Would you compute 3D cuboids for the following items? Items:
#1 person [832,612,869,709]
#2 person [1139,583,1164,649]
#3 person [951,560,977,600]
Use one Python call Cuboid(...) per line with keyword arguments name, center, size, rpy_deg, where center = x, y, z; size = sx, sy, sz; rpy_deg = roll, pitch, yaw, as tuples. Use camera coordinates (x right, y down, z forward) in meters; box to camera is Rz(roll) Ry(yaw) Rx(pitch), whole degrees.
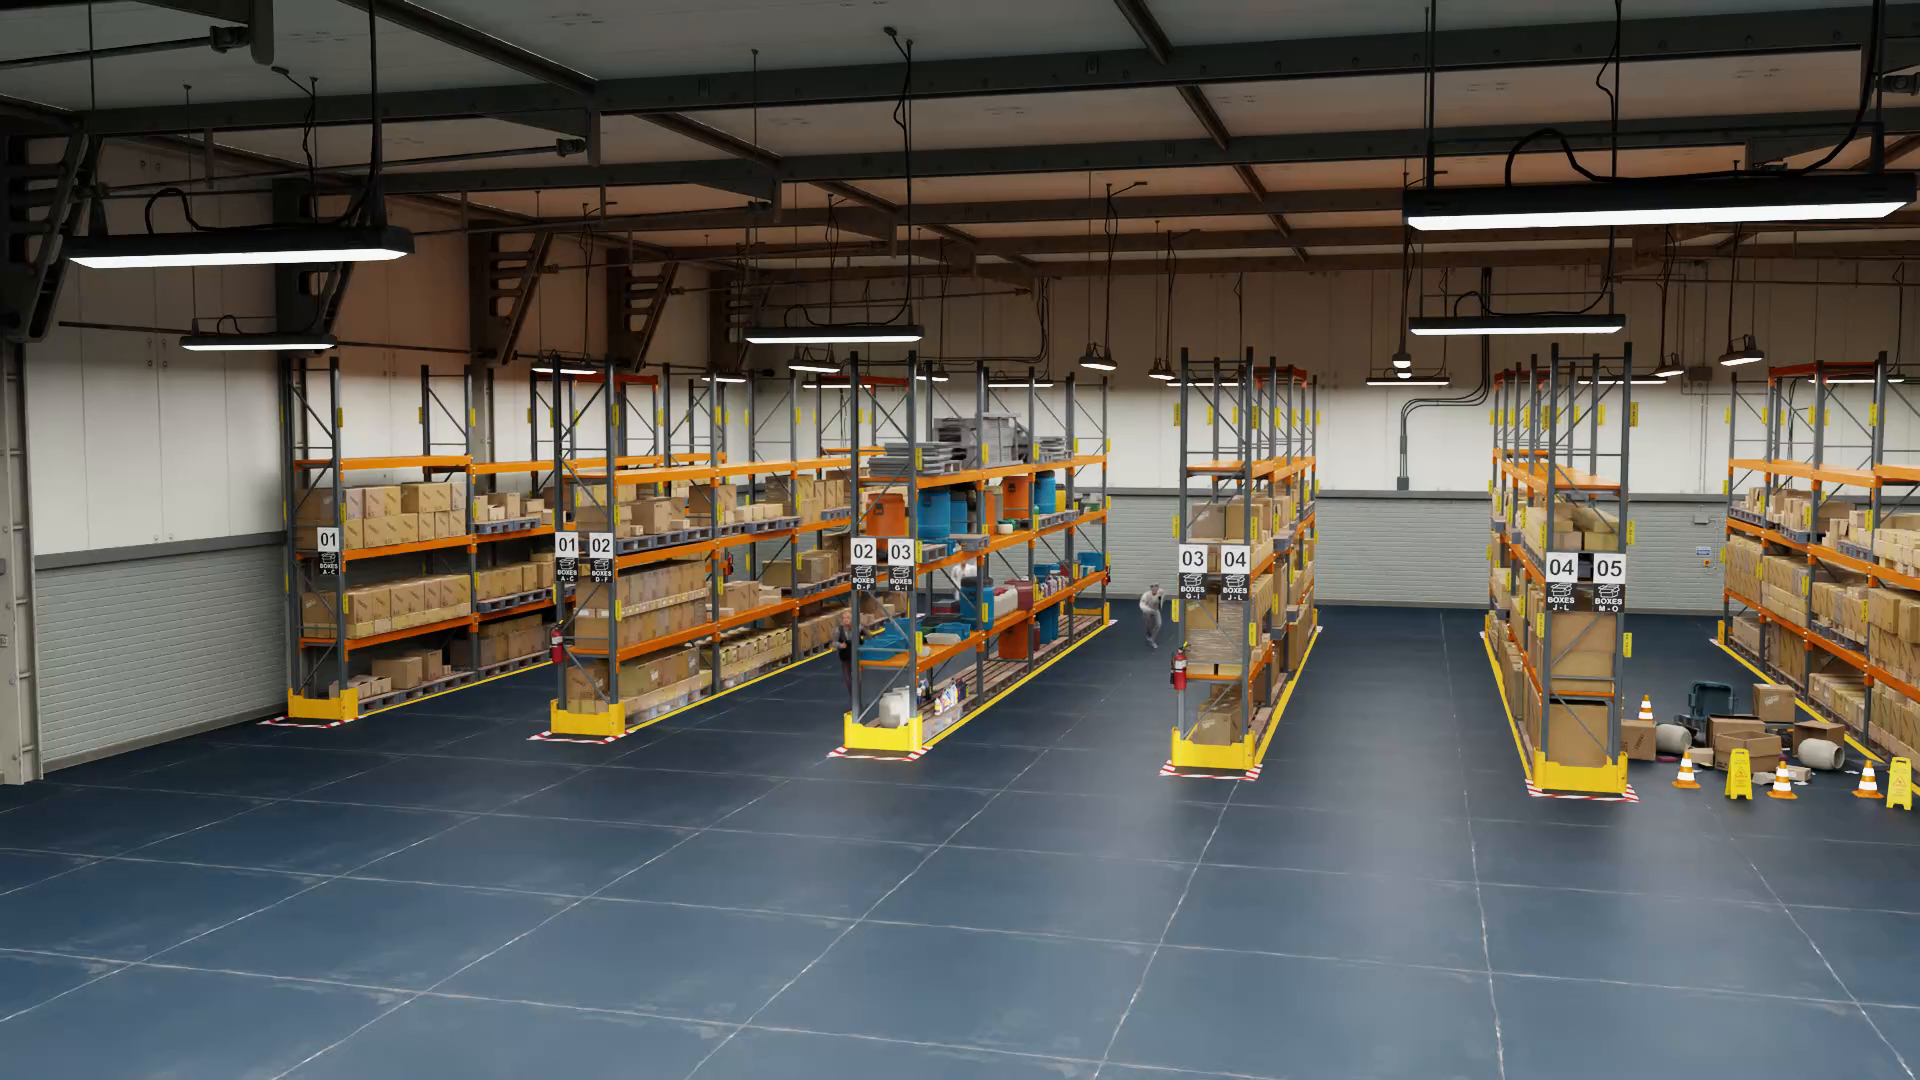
Cuboid(name="person", center=(-1.888, 2.060, 28.702), size=(0.580, 1.664, 0.939), rpy_deg=(1, 4, 9))
Cuboid(name="person", center=(4.168, 1.624, 36.474), size=(0.603, 1.461, 1.105), rpy_deg=(-1, 4, -9))
Cuboid(name="person", center=(0.102, 1.214, 39.945), size=(0.695, 1.724, 0.672), rpy_deg=(1, 4, 15))
